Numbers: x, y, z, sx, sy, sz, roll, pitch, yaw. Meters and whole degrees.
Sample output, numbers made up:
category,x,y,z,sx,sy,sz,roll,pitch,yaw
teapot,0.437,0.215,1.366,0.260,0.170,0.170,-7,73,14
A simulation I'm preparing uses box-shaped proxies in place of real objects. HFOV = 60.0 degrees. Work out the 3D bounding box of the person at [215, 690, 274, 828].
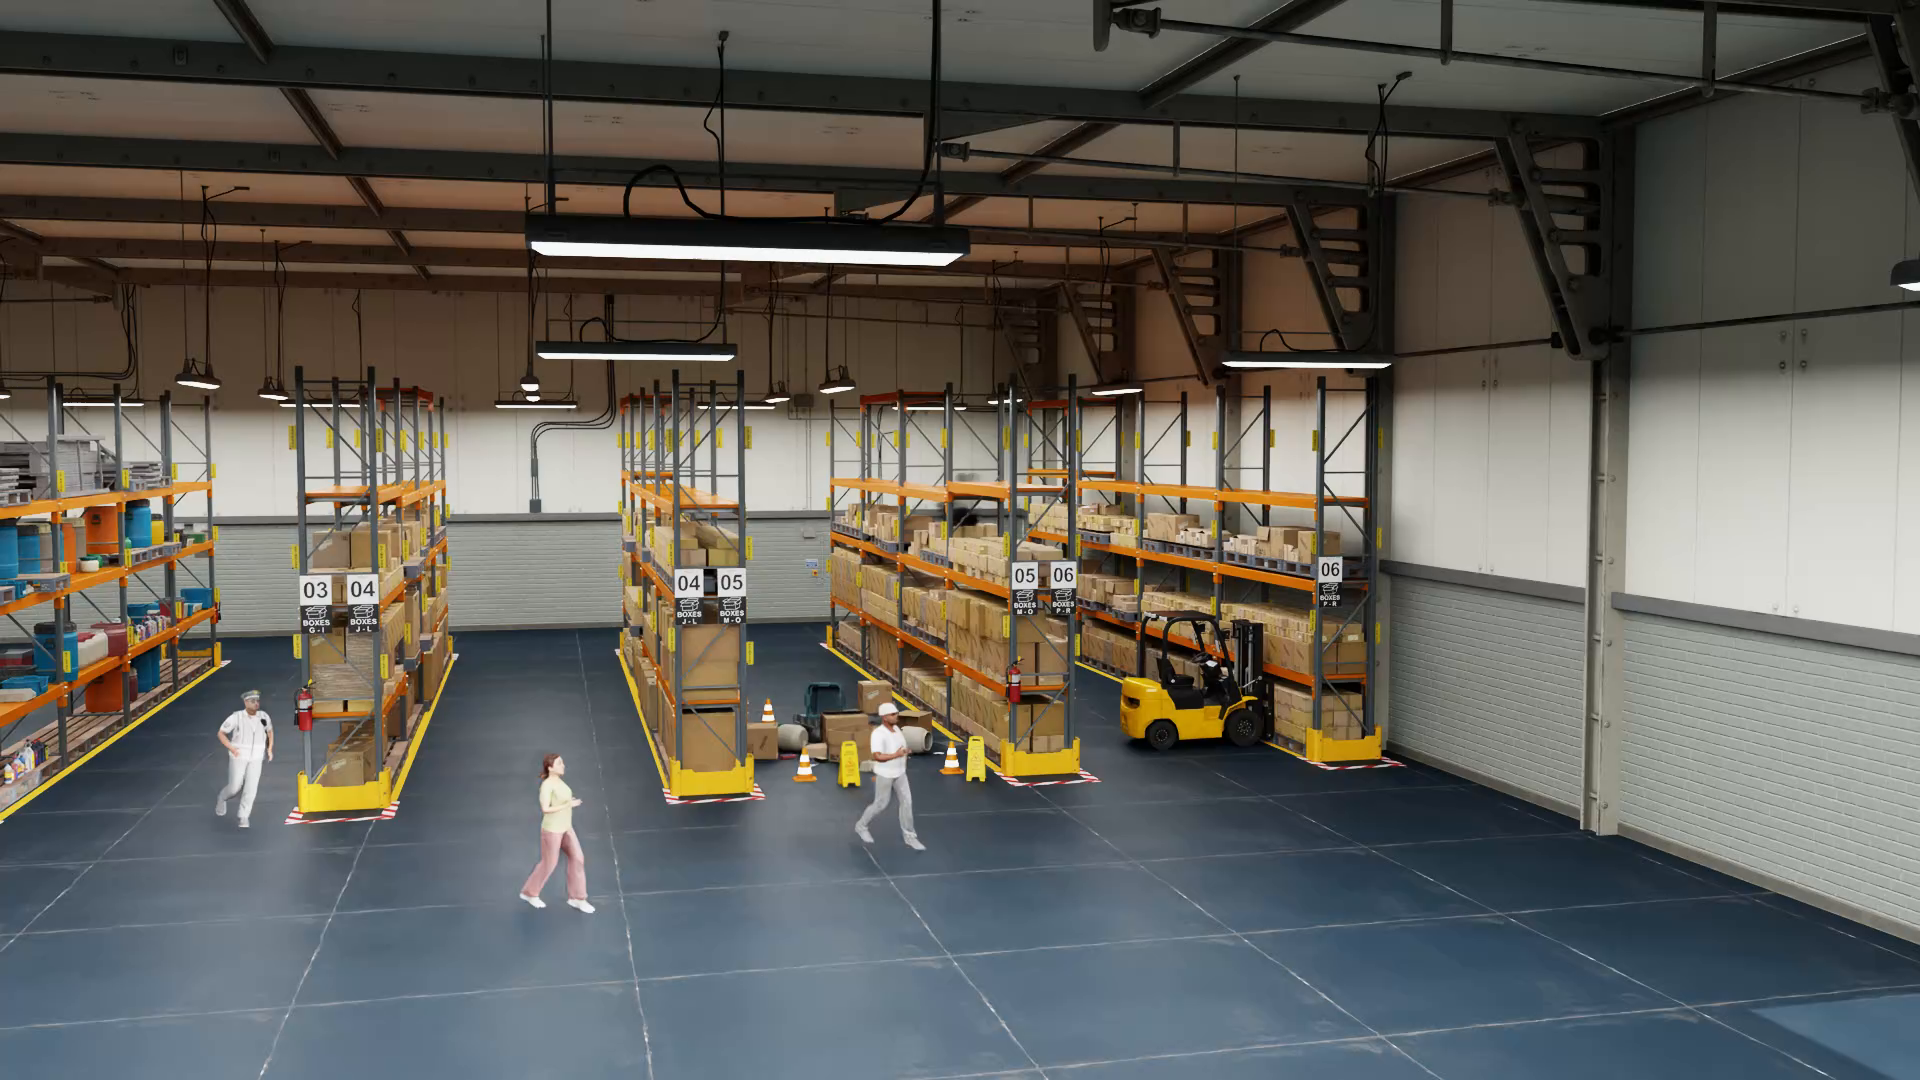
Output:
category,x,y,z,sx,sy,sz,roll,pitch,yaw
person,-9.332,2.836,21.829,0.719,1.733,0.845,-3,4,-41

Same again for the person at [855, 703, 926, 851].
category,x,y,z,sx,sy,sz,roll,pitch,yaw
person,-0.858,2.877,20.351,0.945,1.775,0.691,2,4,33

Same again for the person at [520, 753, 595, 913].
category,x,y,z,sx,sy,sz,roll,pitch,yaw
person,-4.280,3.097,17.595,0.814,1.703,0.565,1,4,13
